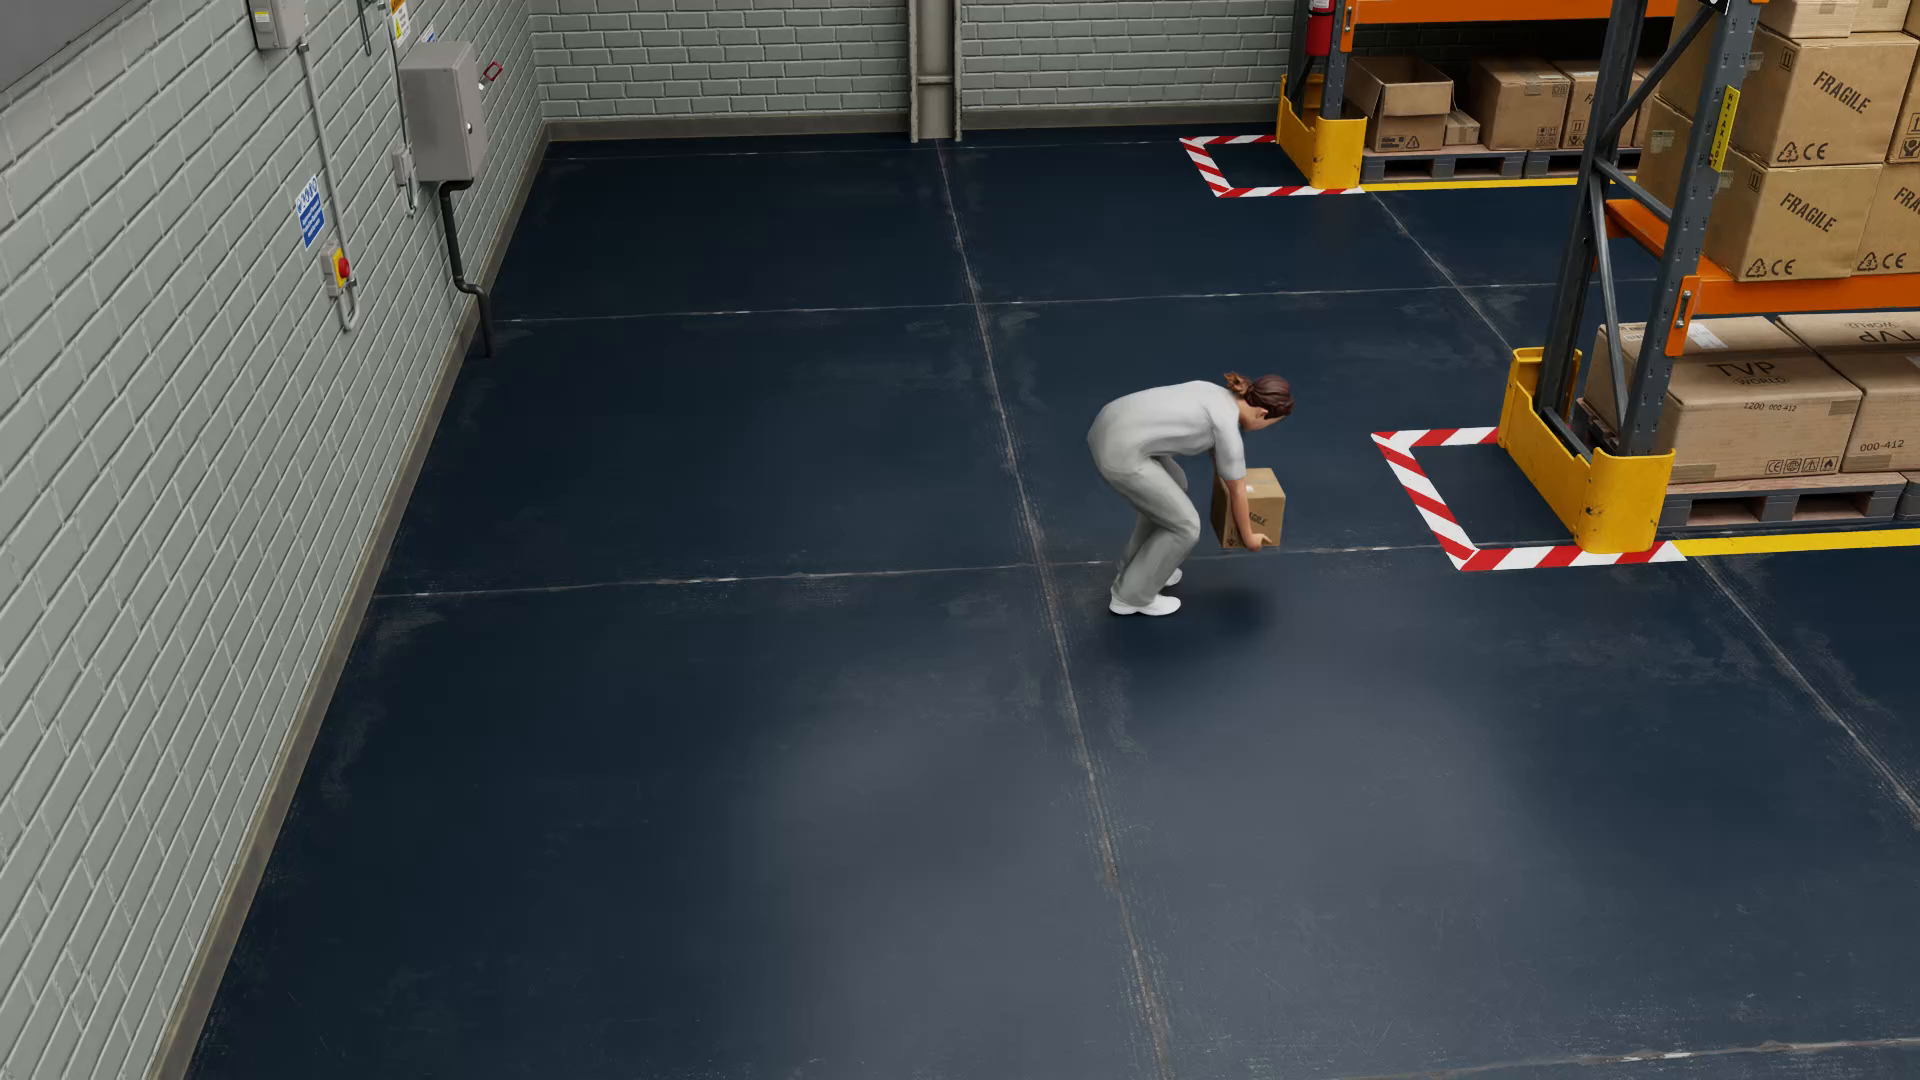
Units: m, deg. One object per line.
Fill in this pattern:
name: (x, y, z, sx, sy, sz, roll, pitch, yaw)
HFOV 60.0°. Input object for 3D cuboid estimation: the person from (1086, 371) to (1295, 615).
person: (0.965, -0.212, 7.083, 0.865, 1.057, 0.451, -4, 31, -7)
